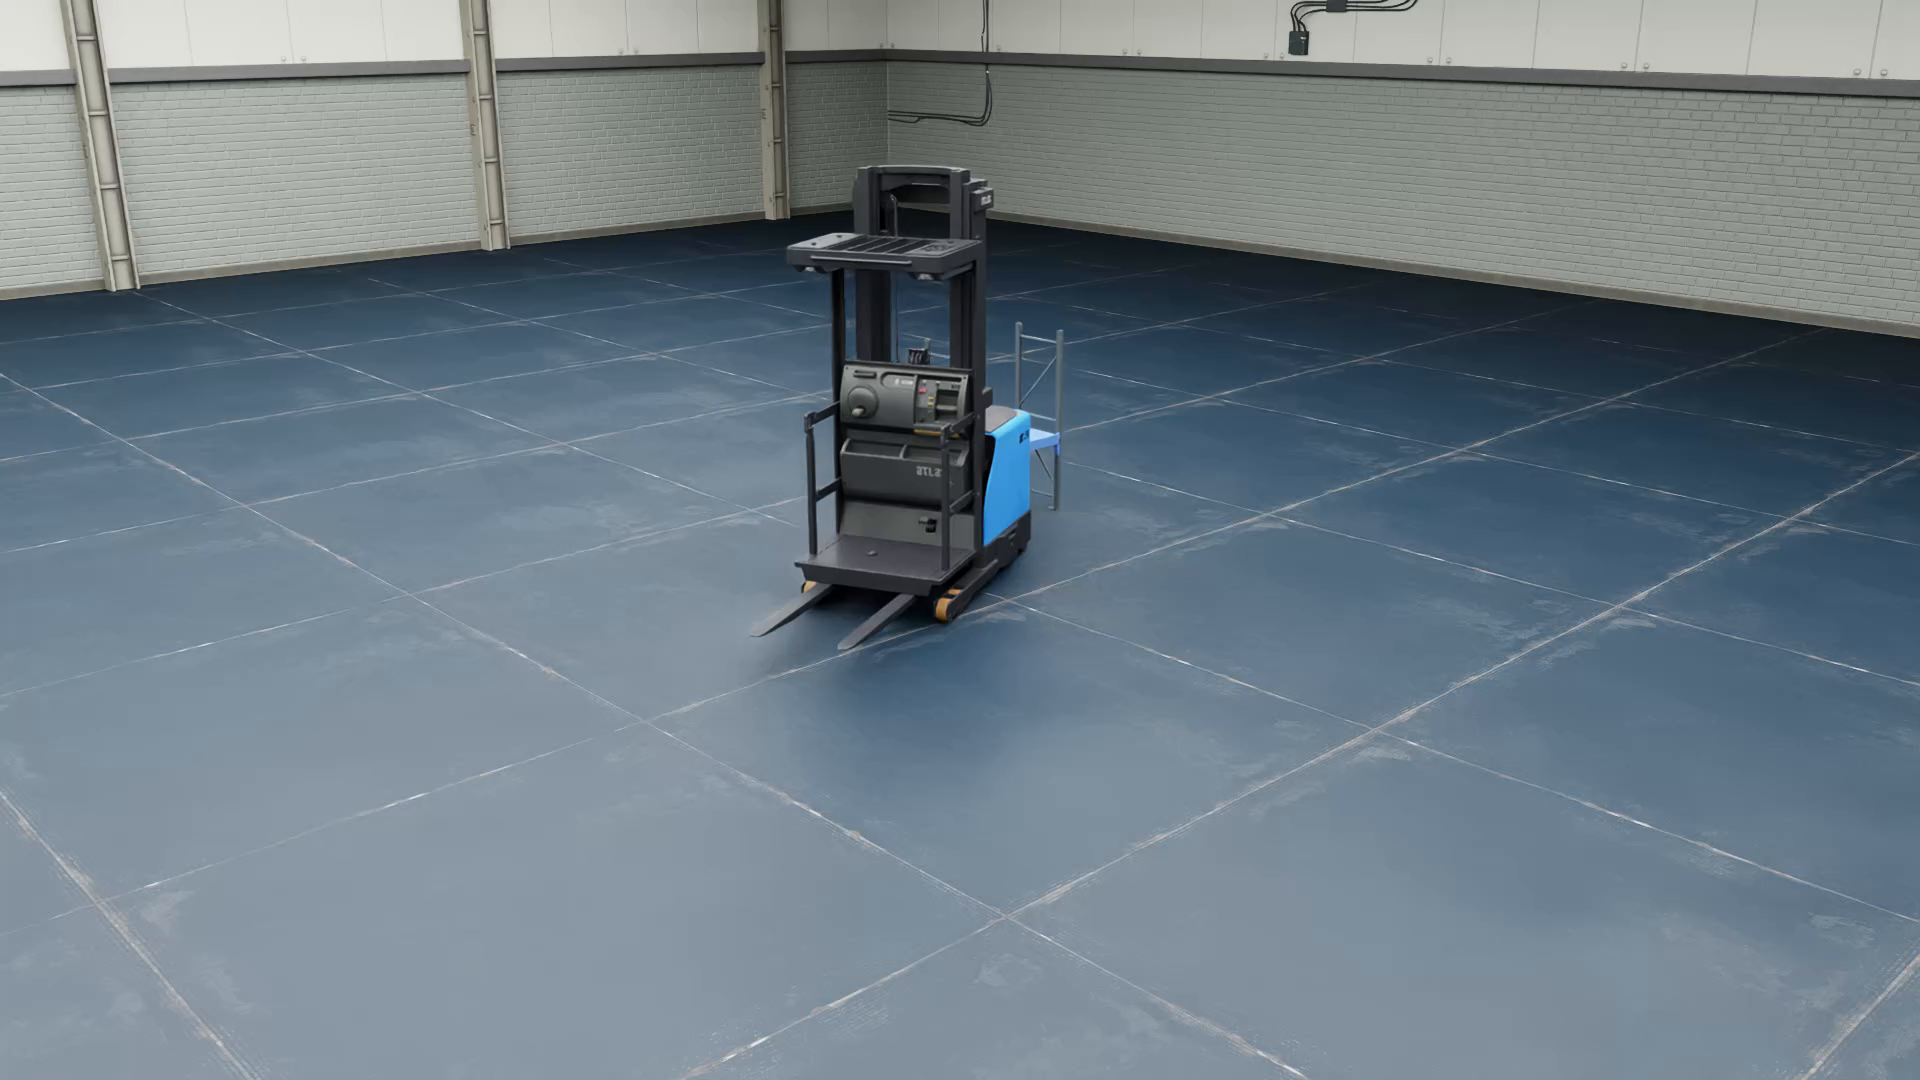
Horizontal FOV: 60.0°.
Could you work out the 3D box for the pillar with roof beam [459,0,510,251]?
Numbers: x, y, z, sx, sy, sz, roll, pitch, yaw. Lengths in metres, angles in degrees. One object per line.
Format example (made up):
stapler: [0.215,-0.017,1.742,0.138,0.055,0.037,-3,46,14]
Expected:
pillar with roof beam: [-4.935,-8.268,23.896,0.400,9.000,9.100,-16,24,-41]

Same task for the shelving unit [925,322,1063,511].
shelving unit: [0.276,-0.906,13.348,1.048,1.500,0.538,-17,24,-41]

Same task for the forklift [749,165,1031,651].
forklift: [-0.462,-0.982,11.261,1.130,2.935,3.031,7,19,20]

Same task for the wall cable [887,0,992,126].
wall cable: [-0.484,-9.355,32.283,0.112,2.526,3.097,-16,24,-41]

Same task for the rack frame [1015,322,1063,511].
rack frame: [0.642,-1.015,13.684,0.032,1.500,0.500,-17,24,-41]

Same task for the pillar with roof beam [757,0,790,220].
pillar with roof beam: [-0.575,-9.540,27.818,0.400,9.000,9.100,-16,24,-41]

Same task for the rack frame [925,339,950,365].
rack frame: [-0.090,-0.798,13.013,0.032,1.500,0.500,-17,24,-41]

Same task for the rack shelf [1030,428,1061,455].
rack shelf: [0.276,-0.735,13.404,1.000,0.185,0.538,-17,24,-41]

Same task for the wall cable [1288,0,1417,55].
wall cable: [6.027,-10.319,24.708,0.169,6.003,2.305,-16,24,-41]

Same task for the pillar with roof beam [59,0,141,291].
pillar with roof beam: [-9.294,-6.997,19.975,0.400,9.000,9.100,-16,24,-41]
